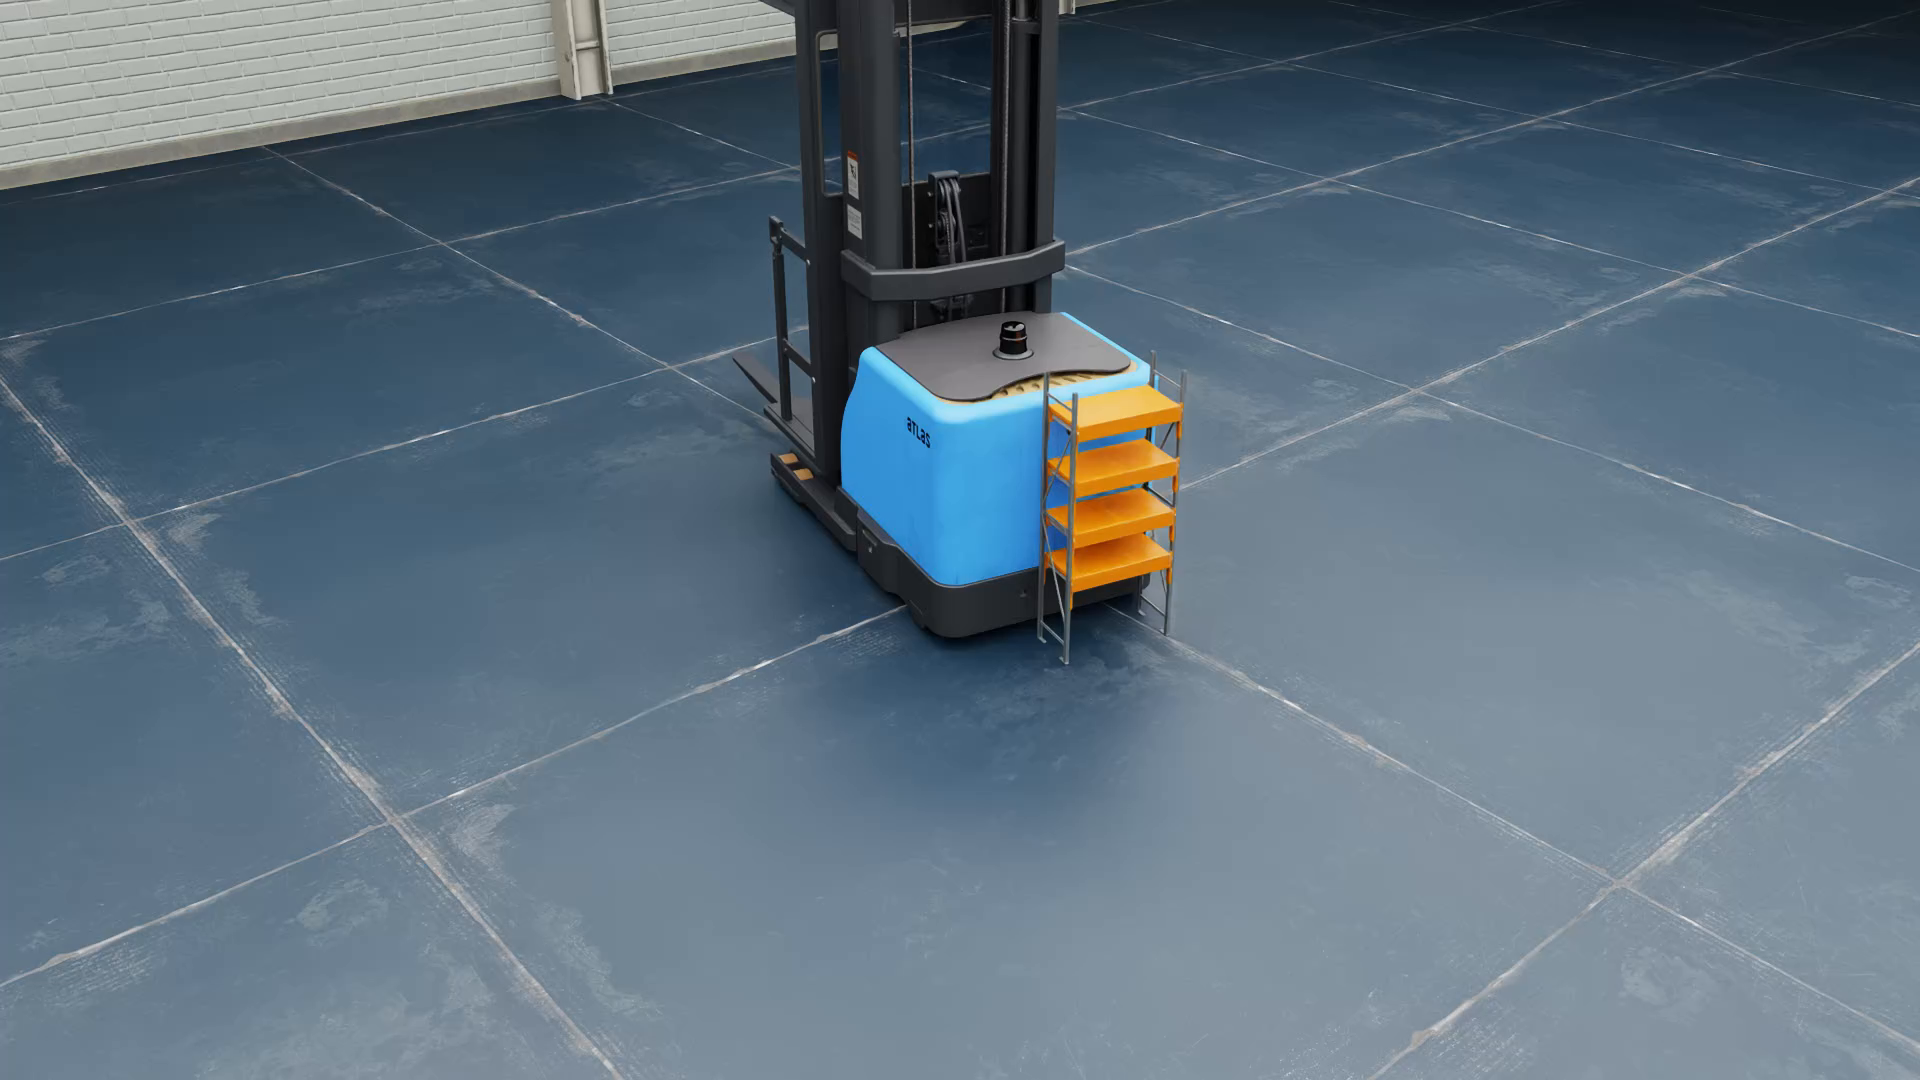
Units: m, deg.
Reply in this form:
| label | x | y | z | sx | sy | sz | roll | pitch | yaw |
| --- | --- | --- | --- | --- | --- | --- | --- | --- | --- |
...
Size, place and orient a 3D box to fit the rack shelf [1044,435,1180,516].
| label | x | y | z | sx | sy | sz | roll | pitch | yaw |
| --- | --- | --- | --- | --- | --- | --- | --- | --- | --- |
| rack shelf | 0.601 | -0.260 | 6.632 | 0.480 | 0.148 | 0.258 | -13 | 31 | -23 |

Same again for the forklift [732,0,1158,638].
| label | x | y | z | sx | sy | sz | roll | pitch | yaw |
| --- | --- | --- | --- | --- | --- | --- | --- | --- | --- |
| forklift | -0.281 | -1.558 | 7.555 | 1.130 | 2.935 | 3.031 | -13 | 31 | -23 |

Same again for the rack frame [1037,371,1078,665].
| label | x | y | z | sx | sy | sz | roll | pitch | yaw |
| --- | --- | --- | --- | --- | --- | --- | --- | --- | --- |
| rack frame | 0.383 | -0.070 | 6.609 | 0.015 | 1.200 | 0.240 | -13 | 31 | -23 |

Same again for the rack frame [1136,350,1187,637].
| label | x | y | z | sx | sy | sz | roll | pitch | yaw |
| --- | --- | --- | --- | --- | --- | --- | --- | --- | --- |
| rack frame | 0.819 | -0.174 | 6.803 | 0.015 | 1.200 | 0.240 | -13 | 31 | -23 |

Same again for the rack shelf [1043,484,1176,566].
| label | x | y | z | sx | sy | sz | roll | pitch | yaw |
| --- | --- | --- | --- | --- | --- | --- | --- | --- | --- |
| rack shelf | 0.601 | -0.063 | 6.737 | 0.480 | 0.148 | 0.258 | -13 | 31 | -23 |

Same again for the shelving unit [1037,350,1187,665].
| label | x | y | z | sx | sy | sz | roll | pitch | yaw |
| --- | --- | --- | --- | --- | --- | --- | --- | --- | --- |
| shelving unit | 0.601 | -0.122 | 6.706 | 0.503 | 1.200 | 0.258 | -13 | 31 | -23 |

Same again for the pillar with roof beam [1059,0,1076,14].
| label | x | y | z | sx | sy | sz | roll | pitch | yaw |
| --- | --- | --- | --- | --- | --- | --- | --- | --- | --- |
| pillar with roof beam | 3.865 | -8.440 | 13.996 | 0.400 | 9.000 | 9.100 | -22 | 35 | -35 |

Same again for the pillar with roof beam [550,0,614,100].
| label | x | y | z | sx | sy | sz | roll | pitch | yaw |
| --- | --- | --- | --- | --- | --- | --- | --- | --- | --- |
| pillar with roof beam | -0.700 | -6.605 | 10.562 | 0.400 | 9.000 | 9.100 | -22 | 35 | -35 |

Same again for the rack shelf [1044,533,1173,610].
| label | x | y | z | sx | sy | sz | roll | pitch | yaw |
| --- | --- | --- | --- | --- | --- | --- | --- | --- | --- |
| rack shelf | 0.601 | 0.112 | 6.831 | 0.480 | 0.148 | 0.258 | -13 | 31 | -23 |

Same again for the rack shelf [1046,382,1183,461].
| label | x | y | z | sx | sy | sz | roll | pitch | yaw |
| --- | --- | --- | --- | --- | --- | --- | --- | --- | --- |
| rack shelf | 0.601 | -0.469 | 6.520 | 0.480 | 0.148 | 0.258 | -13 | 31 | -23 |
